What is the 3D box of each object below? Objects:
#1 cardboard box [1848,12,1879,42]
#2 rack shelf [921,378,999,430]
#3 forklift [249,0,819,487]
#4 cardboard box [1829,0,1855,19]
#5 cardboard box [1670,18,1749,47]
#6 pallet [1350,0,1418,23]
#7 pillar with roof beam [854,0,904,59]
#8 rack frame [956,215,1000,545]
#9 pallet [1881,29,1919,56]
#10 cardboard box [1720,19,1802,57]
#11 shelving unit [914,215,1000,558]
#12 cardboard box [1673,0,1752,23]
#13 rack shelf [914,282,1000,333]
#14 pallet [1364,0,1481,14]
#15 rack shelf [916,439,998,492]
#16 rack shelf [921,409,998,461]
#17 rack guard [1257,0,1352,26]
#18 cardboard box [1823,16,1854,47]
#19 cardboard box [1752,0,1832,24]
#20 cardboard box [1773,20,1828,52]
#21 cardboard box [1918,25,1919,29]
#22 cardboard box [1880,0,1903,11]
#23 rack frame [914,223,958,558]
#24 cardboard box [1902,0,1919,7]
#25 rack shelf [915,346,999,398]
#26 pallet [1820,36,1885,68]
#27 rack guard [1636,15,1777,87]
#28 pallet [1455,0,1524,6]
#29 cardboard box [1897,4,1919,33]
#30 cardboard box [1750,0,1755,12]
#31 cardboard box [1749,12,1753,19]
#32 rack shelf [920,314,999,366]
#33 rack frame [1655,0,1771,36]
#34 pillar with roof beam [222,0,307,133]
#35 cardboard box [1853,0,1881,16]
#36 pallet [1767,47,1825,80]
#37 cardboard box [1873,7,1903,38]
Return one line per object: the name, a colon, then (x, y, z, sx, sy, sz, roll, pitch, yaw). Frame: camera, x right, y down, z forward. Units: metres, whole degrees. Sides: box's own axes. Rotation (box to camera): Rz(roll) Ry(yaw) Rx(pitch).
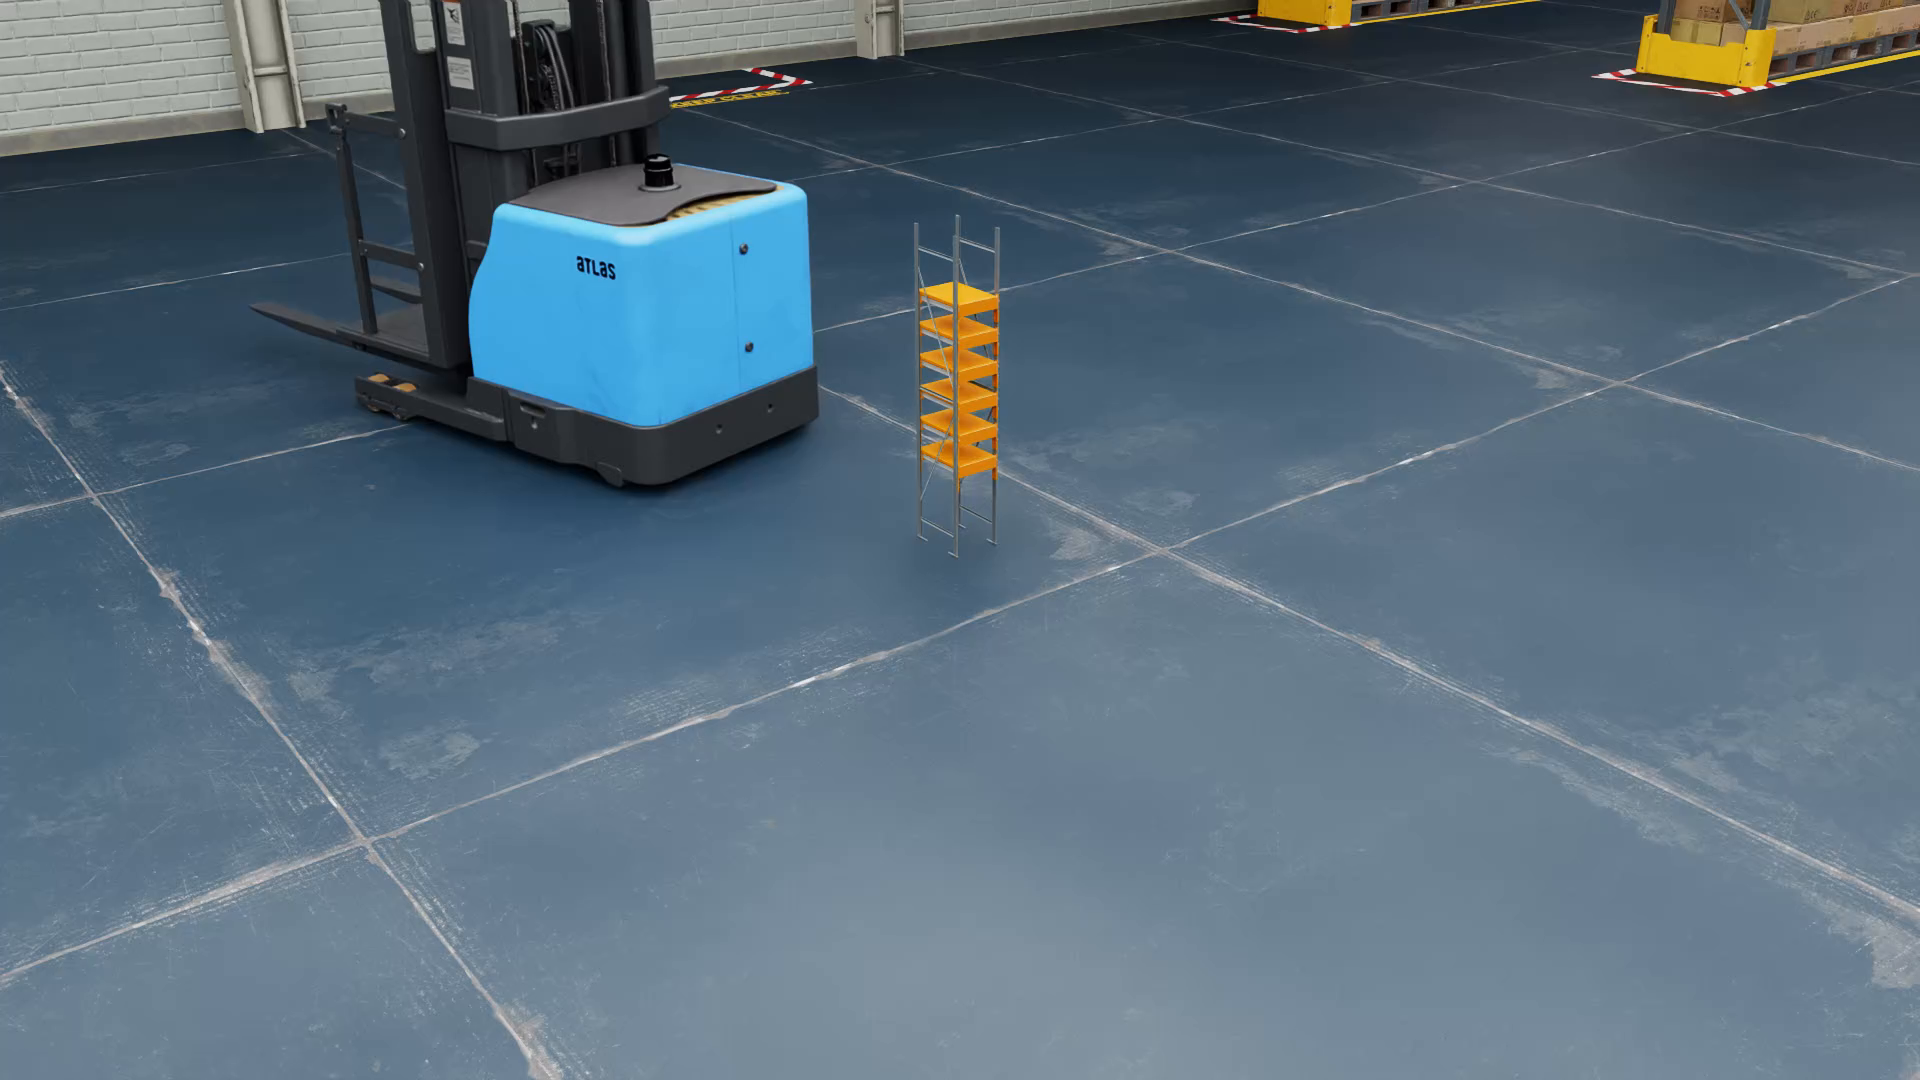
cardboard box: (8.697, -5.104, 16.452, 0.500, 0.250, 0.500, -18, 31, -34)
rack shelf: (-0.011, -0.500, 6.008, 0.180, 0.103, 0.258, -18, 31, -34)
forklift: (-2.101, -2.019, 7.119, 3.031, 2.935, 1.130, 17, 30, 33)
cardboard box: (8.293, -5.320, 16.026, 0.500, 0.500, 0.500, -18, 31, -34)
cardboard box: (7.196, -4.887, 15.984, 0.500, 0.250, 0.500, -18, 31, -34)
pallet: (4.618, -6.301, 19.575, 1.213, 0.211, 1.003, -18, 31, -34)
pillar with roof beam: (1.849, -7.551, 11.831, 0.400, 9.000, 9.100, -18, 31, -34)
rack frame: (0.061, -0.564, 6.041, 0.006, 1.200, 0.240, -18, 31, -34)
pallet: (9.452, -5.288, 17.393, 1.213, 0.211, 1.003, -18, 31, -34)
cardboard box: (7.516, -4.715, 15.614, 0.500, 0.250, 0.500, -18, 31, -34)
shelving unit: (-0.011, -0.540, 5.989, 0.189, 1.200, 0.258, -18, 31, -34)
cardboard box: (7.195, -5.228, 15.827, 0.500, 0.500, 0.500, -18, 31, -34)
rack shelf: (-0.011, -0.827, 5.856, 0.180, 0.103, 0.258, -18, 31, -34)
pallet: (5.577, -6.616, 20.254, 1.213, 0.211, 1.003, -18, 31, -34)
rack shelf: (-0.011, -0.282, 6.109, 0.180, 0.103, 0.258, -18, 31, -34)
rack shelf: (-0.011, -0.391, 6.059, 0.180, 0.103, 0.258, -18, 31, -34)
rack guard: (3.956, -6.232, 19.085, 0.348, 0.500, 1.175, -18, 31, -34)
cardboard box: (8.300, -4.976, 16.176, 0.500, 0.250, 0.500, -18, 31, -34)
cardboard box: (7.908, -5.186, 15.737, 0.500, 0.500, 0.500, -18, 31, -34)
cardboard box: (7.907, -4.846, 15.896, 0.500, 0.250, 0.500, -18, 31, -34)
cardboard box: (9.874, -5.496, 17.296, 0.500, 0.250, 0.500, -18, 31, -34)
cardboard box: (9.082, -5.579, 16.584, 0.500, 0.500, 0.500, -18, 31, -34)
rack frame: (-0.083, -0.517, 5.938, 0.006, 1.200, 0.240, -18, 31, -34)
cardboard box: (9.473, -5.710, 16.867, 0.500, 0.500, 0.500, -18, 31, -34)
rack shelf: (-0.011, -0.609, 5.957, 0.180, 0.103, 0.258, -18, 31, -34)
pallet: (8.492, -4.969, 16.706, 1.213, 0.211, 1.003, -18, 31, -34)
rack guard: (6.937, -4.566, 15.495, 0.348, 0.500, 1.175, -18, 31, -34)
pallet: (6.538, -6.934, 20.941, 1.213, 0.211, 1.003, -18, 31, -34)
cardboard box: (9.474, -5.369, 17.023, 0.500, 0.250, 0.500, -18, 31, -34)
cardboard box: (7.973, -5.492, 16.398, 0.500, 0.500, 0.500, -18, 31, -34)
cardboard box: (7.582, -5.021, 16.272, 0.500, 0.250, 0.500, -18, 31, -34)
rack shelf: (-0.011, -0.718, 5.907, 0.180, 0.103, 0.258, -18, 31, -34)
rack frame: (6.956, -5.706, 14.982, 0.127, 3.000, 1.000, -18, 31, -34)
pillar with roof beam: (-2.873, -5.993, 8.473, 0.400, 9.000, 9.100, -18, 31, -34)
cardboard box: (8.698, -5.444, 16.294, 0.500, 0.500, 0.500, -18, 31, -34)
pallet: (7.532, -4.654, 16.027, 1.213, 0.211, 1.003, -18, 31, -34)
cardboard box: (9.090, -5.234, 16.733, 0.500, 0.250, 0.500, -18, 31, -34)
